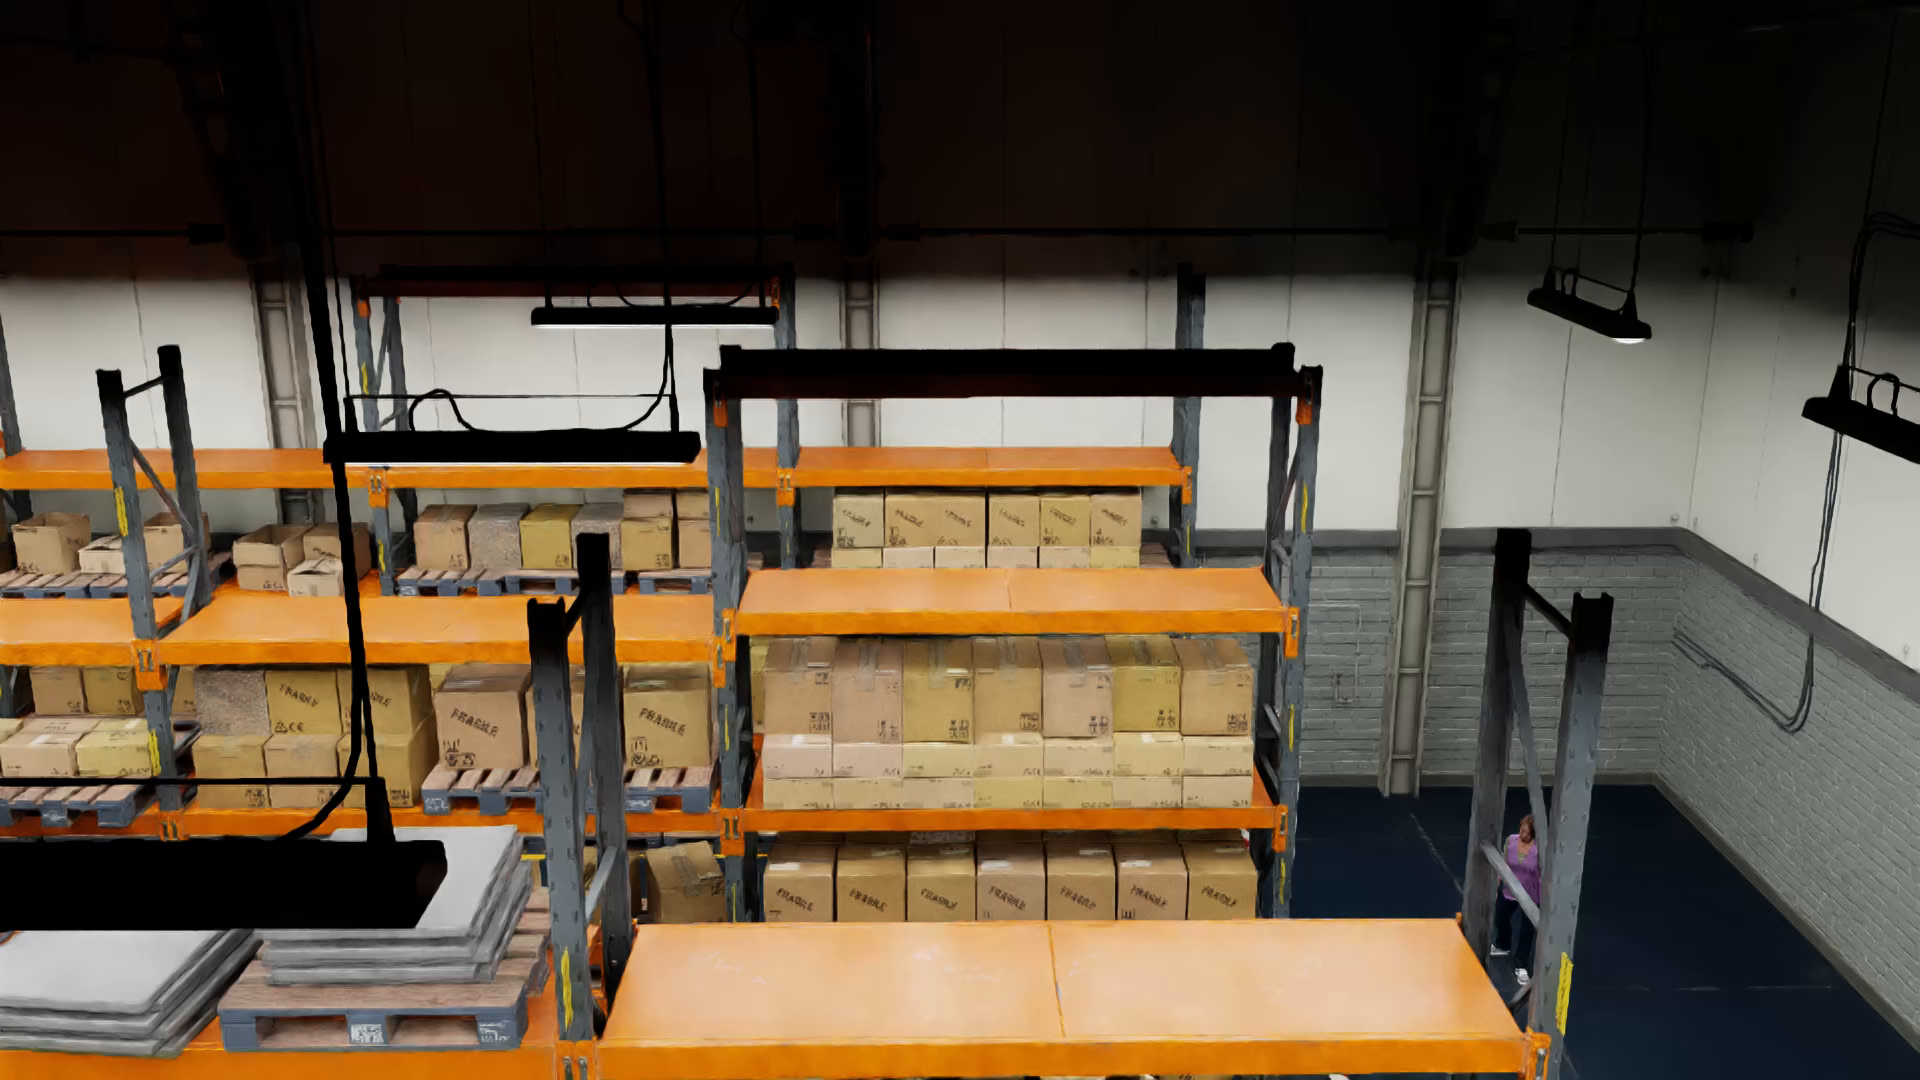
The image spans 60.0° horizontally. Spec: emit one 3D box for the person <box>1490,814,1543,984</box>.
[{"bbox_3d":[4.960,3.148,14.935,0.592,1.591,0.447,13,21,38],"label":"person"}]
